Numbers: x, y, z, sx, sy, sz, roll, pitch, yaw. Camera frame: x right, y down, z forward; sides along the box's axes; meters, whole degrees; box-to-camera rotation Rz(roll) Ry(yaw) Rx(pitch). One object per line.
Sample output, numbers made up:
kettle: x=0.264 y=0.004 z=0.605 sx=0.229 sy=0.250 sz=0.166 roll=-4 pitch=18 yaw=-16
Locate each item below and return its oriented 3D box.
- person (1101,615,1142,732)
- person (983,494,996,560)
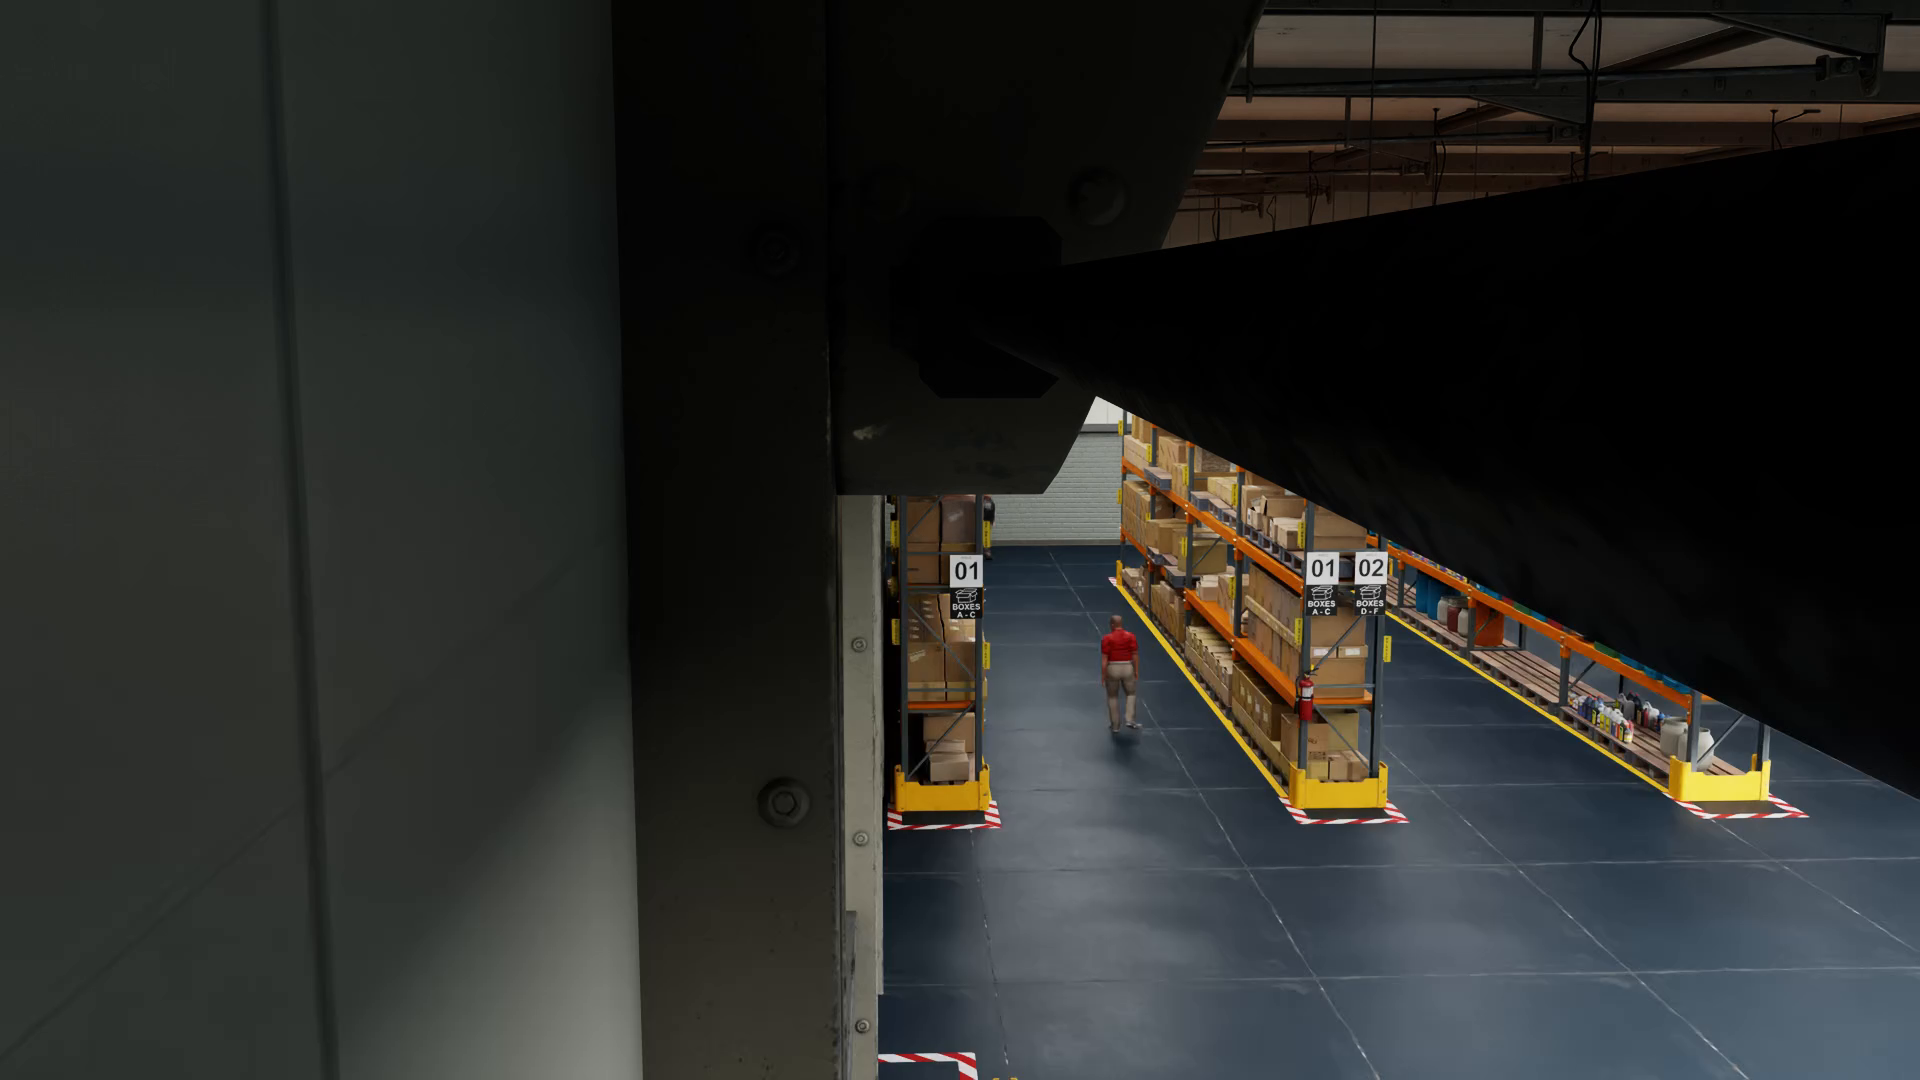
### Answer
person: x=2.337 y=1.942 z=24.096 sx=0.597 sy=1.723 sz=0.529 roll=-1 pitch=8 yaw=-6
person: x=0.573 y=-0.383 z=39.837 sx=0.855 sy=1.694 sz=0.528 roll=6 pitch=11 yaw=37
